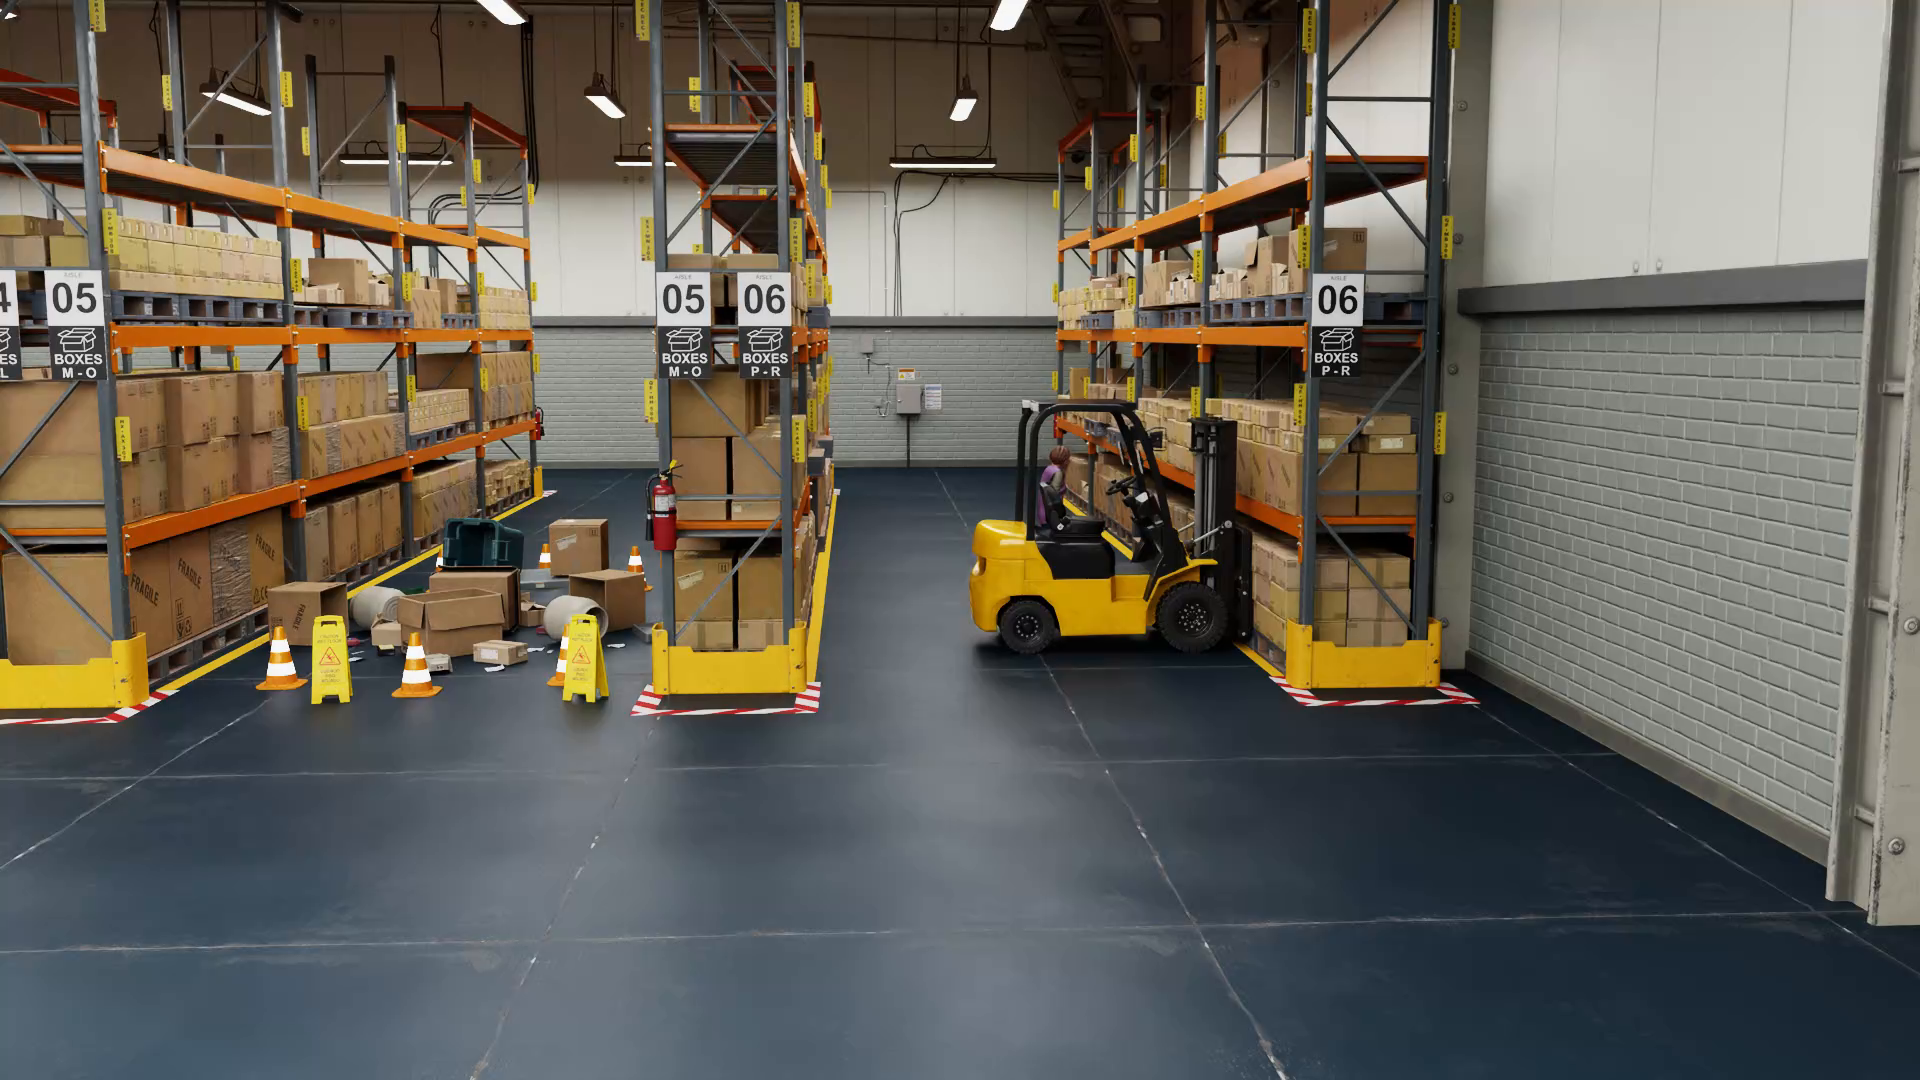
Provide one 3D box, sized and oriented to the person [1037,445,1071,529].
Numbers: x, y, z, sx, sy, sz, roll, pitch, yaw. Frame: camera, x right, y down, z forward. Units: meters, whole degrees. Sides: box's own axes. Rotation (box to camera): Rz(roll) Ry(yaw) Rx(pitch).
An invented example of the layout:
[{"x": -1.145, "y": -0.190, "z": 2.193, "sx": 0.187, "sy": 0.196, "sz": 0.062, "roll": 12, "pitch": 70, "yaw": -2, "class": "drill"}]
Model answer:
[{"x": 0.985, "y": -0.190, "z": 17.341, "sx": 0.350, "sy": 1.592, "sz": 0.472, "roll": -1, "pitch": 7, "yaw": -7, "class": "person"}]
